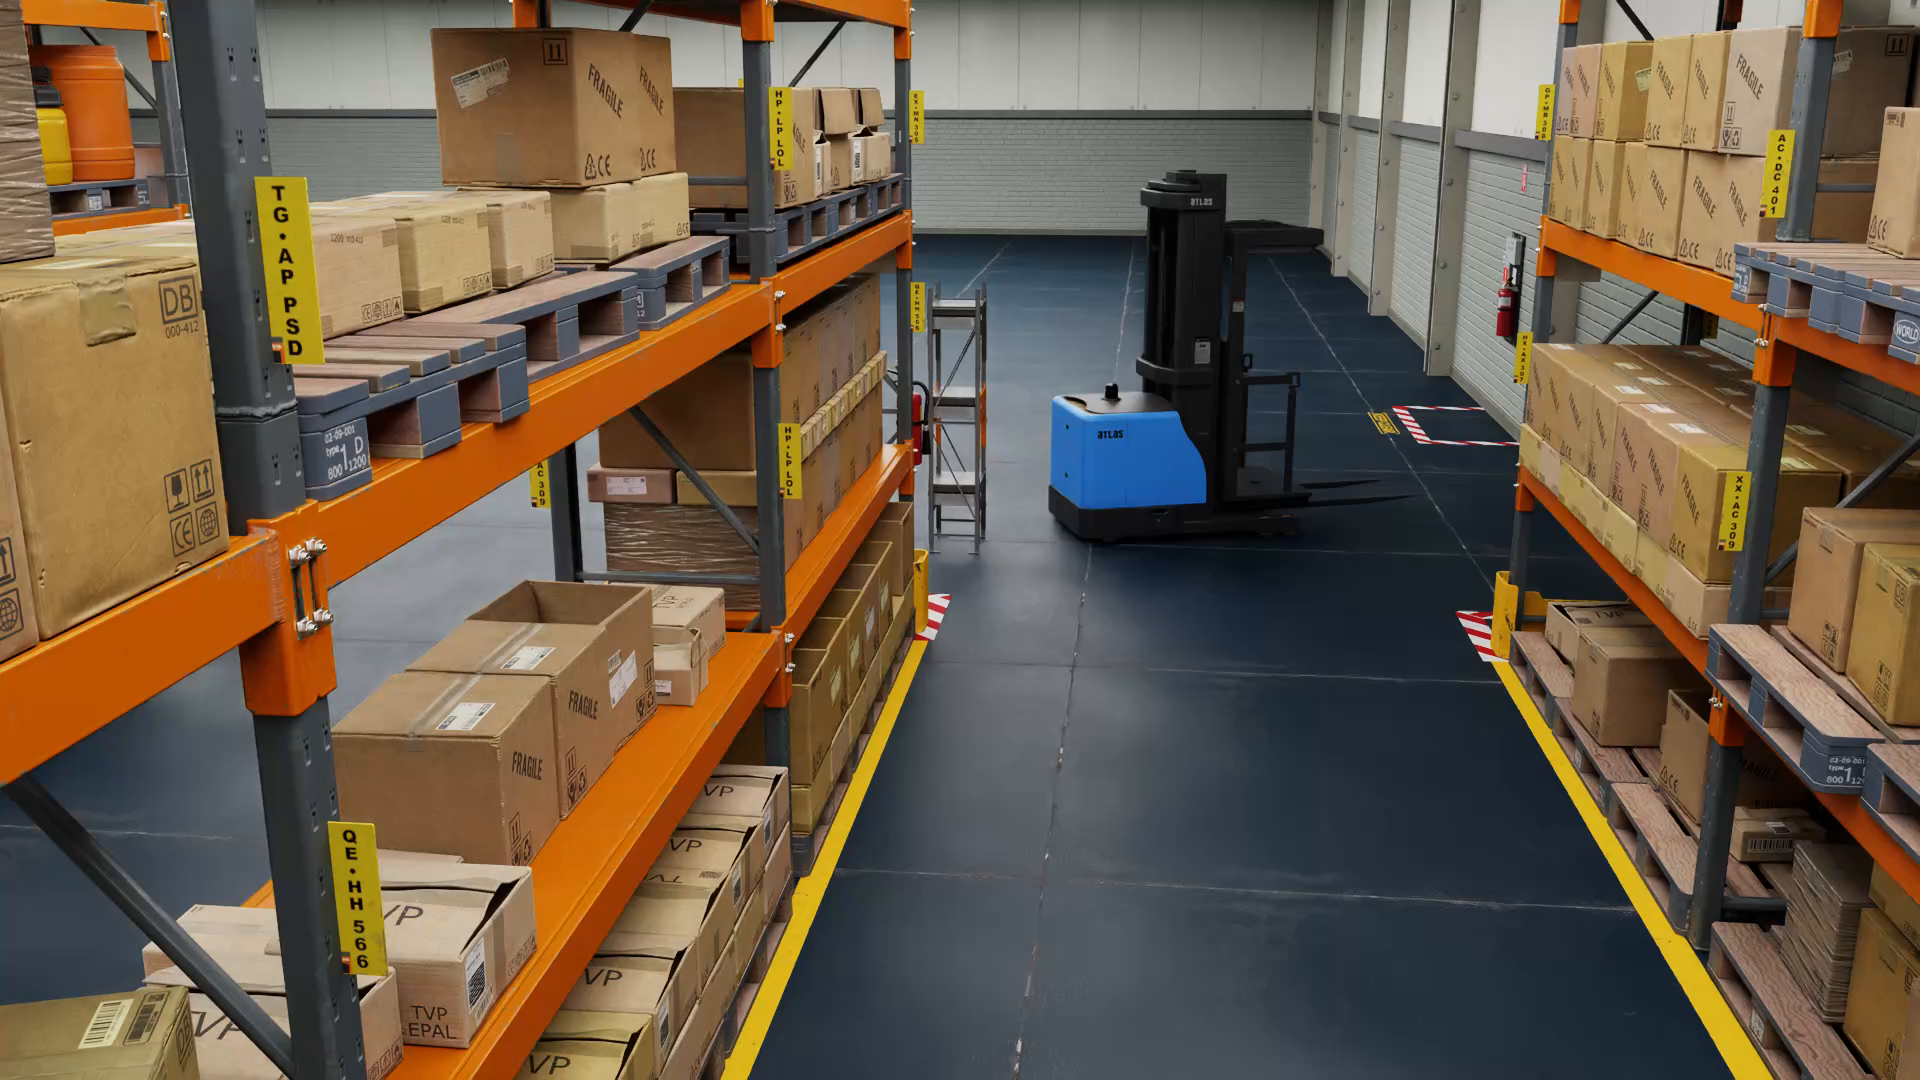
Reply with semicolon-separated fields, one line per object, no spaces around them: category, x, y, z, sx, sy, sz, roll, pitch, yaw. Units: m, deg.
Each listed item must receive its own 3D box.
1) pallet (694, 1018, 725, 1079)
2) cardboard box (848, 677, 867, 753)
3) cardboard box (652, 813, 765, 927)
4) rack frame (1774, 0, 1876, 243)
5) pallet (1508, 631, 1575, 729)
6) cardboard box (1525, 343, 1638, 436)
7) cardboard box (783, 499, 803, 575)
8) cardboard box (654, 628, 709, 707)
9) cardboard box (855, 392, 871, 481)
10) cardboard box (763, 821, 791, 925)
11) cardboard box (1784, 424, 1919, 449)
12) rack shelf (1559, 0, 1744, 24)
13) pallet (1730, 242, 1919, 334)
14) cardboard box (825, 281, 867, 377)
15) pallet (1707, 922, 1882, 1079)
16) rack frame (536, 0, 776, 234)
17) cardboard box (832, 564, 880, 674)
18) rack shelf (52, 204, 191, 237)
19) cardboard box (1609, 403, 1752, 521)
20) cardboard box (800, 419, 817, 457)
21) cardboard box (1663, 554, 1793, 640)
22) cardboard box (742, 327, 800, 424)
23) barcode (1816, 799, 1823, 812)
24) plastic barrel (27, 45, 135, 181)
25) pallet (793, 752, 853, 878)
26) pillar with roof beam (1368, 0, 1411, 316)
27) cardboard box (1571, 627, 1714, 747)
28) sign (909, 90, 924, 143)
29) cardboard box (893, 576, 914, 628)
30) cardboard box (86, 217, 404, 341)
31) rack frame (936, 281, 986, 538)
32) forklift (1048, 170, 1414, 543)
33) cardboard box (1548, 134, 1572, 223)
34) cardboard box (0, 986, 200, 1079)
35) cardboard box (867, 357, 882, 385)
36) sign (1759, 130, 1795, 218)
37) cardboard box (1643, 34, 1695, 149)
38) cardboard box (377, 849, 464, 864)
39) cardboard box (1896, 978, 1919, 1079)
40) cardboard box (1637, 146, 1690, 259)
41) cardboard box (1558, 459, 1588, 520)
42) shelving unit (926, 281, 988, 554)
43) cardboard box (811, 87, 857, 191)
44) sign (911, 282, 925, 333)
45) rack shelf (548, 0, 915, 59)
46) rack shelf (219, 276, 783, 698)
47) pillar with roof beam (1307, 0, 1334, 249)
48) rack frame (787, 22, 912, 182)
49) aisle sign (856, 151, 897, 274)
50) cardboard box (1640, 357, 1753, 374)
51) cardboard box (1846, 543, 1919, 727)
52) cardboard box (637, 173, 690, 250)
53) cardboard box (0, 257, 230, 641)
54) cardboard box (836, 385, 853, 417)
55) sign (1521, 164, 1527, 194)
pallet;-1.447;2.028;5.757;1.003;0.211;1.213;2;15;6
cardboard box;-0.791;0.927;8.951;0.500;0.250;0.500;2;15;6
cardboard box;-1.081;1.275;6.588;0.500;0.311;0.500;2;15;8
rack frame;3.655;-2.578;5.958;1.000;3.000;0.127;2;15;6
pallet;3.971;0.856;10.093;1.003;0.211;1.213;2;15;6
cardboard box;3.754;-0.904;10.071;0.500;0.500;0.500;2;15;6
cardboard box;-1.171;-0.128;8.197;0.700;0.500;0.500;2;15;6
cardboard box;-1.184;0.471;6.431;0.396;0.266;0.258;1;15;5
cardboard box;-0.936;-0.656;10.150;0.700;0.500;0.500;2;15;8
cardboard box;-1.026;1.413;7.152;0.500;0.250;0.500;2;15;6
cardboard box;3.978;-0.231;7.584;0.500;0.500;0.500;2;15;6
rack shelf;3.881;-2.748;7.971;1.077;0.370;4.000;2;15;6
pallet;3.480;-0.883;5.793;1.213;0.211;1.003;2;15;6
cardboard box;-0.941;-1.268;9.929;0.700;0.500;0.500;1;15;5
pallet;3.569;1.866;6.358;1.003;0.211;1.213;2;15;6
rack frame;-1.267;-2.723;6.494;1.000;3.000;0.127;2;15;6
cardboard box;-0.737;0.435;9.333;0.500;0.500;0.500;2;15;6
rack shelf;-5.963;-1.594;9.441;1.077;0.370;4.000;2;15;6
cardboard box;3.519;-0.373;8.108;0.500;0.500;0.500;1;15;5
cardboard box;-0.930;-0.518;8.396;0.380;0.149;0.250;1;15;4
cardboard box;3.407;0.249;7.245;0.500;0.250;0.500;2;15;6
cardboard box;-1.168;-0.748;8.006;0.700;0.500;0.500;2;15;6
barcode;4.049;1.235;7.829;0.001;0.075;0.075;2;15;6
plastic barrel;-5.666;-2.740;10.674;0.600;0.830;0.708;2;15;6
pallet;-1.136;1.314;8.399;1.003;0.211;1.213;2;15;6
pillar with roof beam;2.641;-8.204;26.763;9.100;9.000;0.400;2;15;6
cardboard box;3.742;0.788;8.948;0.700;0.500;0.500;1;15;3
sign;-0.278;-2.682;10.544;0.100;0.325;0.005;2;15;6
cardboard box;-0.583;0.408;10.871;0.500;0.250;0.500;2;15;6
cardboard box;-1.682;-0.624;3.960;0.500;0.250;0.500;2;15;8
rack frame;0.009;-1.034;13.463;0.400;2.100;0.015;2;15;6
forklift;2.335;-1.575;13.871;3.031;2.935;1.130;-3;16;-13
cardboard box;3.820;-2.146;9.877;0.500;0.500;0.500;2;15;8
cardboard box;-1.678;1.126;2.756;0.700;0.500;0.500;-3;16;-13
cardboard box;-0.698;-1.054;10.377;0.380;0.149;0.250;2;15;8
sign;3.115;-1.394;6.334;0.100;0.325;0.005;2;15;6
cardboard box;3.542;-2.087;7.742;0.500;0.500;0.500;1;15;4
cardboard box;-1.631;0.999;4.702;0.380;0.149;0.250;3;15;10
cardboard box;3.482;1.770;5.316;0.700;0.500;0.500;2;15;7
cardboard box;3.561;-1.602;7.864;0.500;0.500;0.500;1;15;4
cardboard box;3.628;-0.273;9.173;0.500;0.250;0.500;1;15;5
shelving unit;-0.019;-0.971;13.229;0.431;2.100;0.503;2;15;6
cardboard box;-0.956;-2.019;8.365;0.797;0.503;0.637;3;16;12
sign;-0.278;-1.518;10.859;0.100;0.325;0.005;2;15;6
rack shelf;-1.042;-2.702;8.558;1.077;0.370;4.000;2;15;6
rack shelf;-1.493;-0.409;5.061;1.077;0.370;4.000;2;15;6
pillar with roof beam;3.995;-11.316;38.273;9.100;9.000;0.400;2;15;6
rack frame;-0.816;-3.761;10.331;1.000;3.000;0.127;2;15;6
aisle sign;-0.517;-2.128;10.805;0.394;0.787;0.004;2;15;6
cardboard box;4.198;-0.760;9.540;0.500;0.500;0.500;2;15;7
cardboard box;3.494;0.333;5.651;0.700;0.500;0.500;3;15;12
cardboard box;-1.346;-1.246;6.260;0.500;0.250;0.500;3;15;12
cardboard box;-1.735;-0.172;2.614;0.910;0.500;0.500;2;15;6
cardboard box;-0.815;-0.786;9.387;0.380;0.149;0.250;2;15;8
sign;5.981;-3.827;17.627;0.001;0.298;0.199;2;15;6
